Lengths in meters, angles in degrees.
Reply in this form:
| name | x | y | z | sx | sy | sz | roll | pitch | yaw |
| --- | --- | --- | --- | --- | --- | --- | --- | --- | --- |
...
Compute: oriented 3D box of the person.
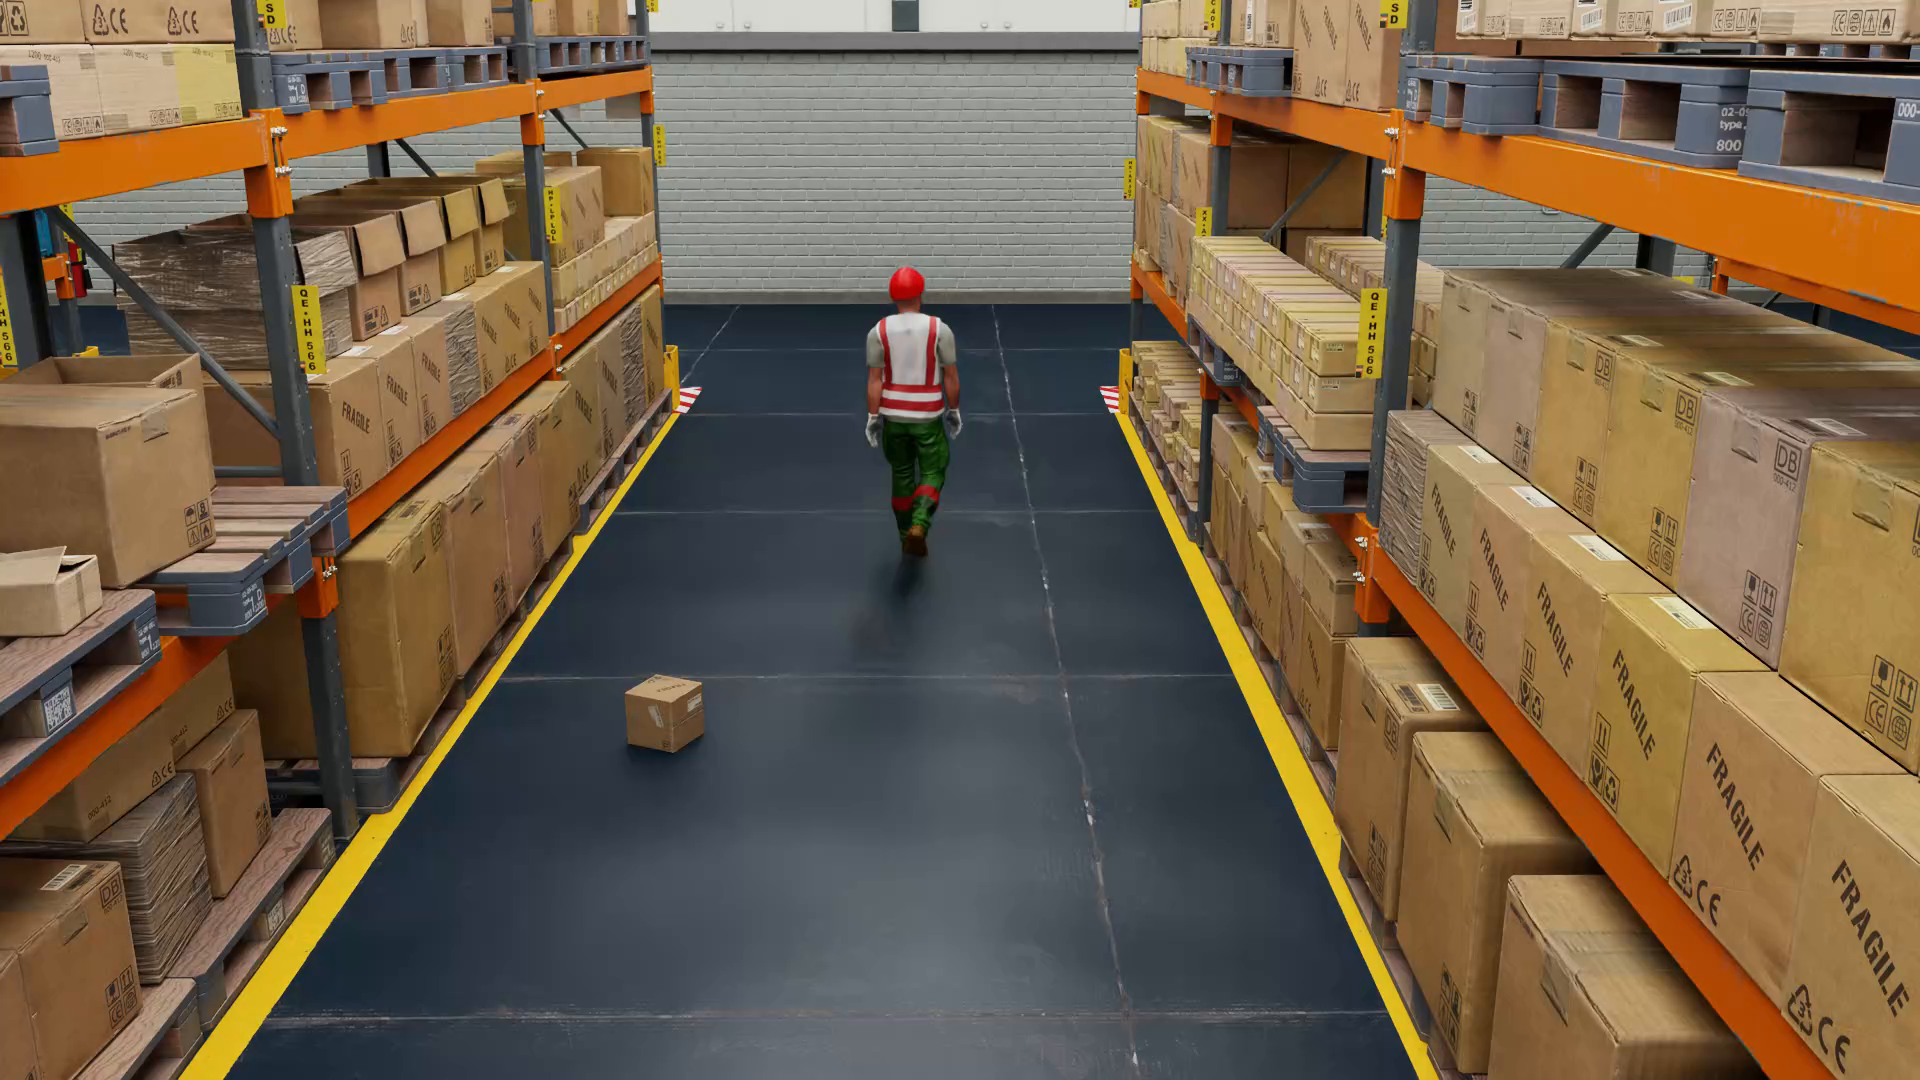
| name | x | y | z | sx | sy | sz | roll | pitch | yaw |
| --- | --- | --- | --- | --- | --- | --- | --- | --- | --- |
| person | -0.279 | -0.735 | 9.887 | 0.560 | 1.768 | 0.838 | 2 | 17 | 7 |
